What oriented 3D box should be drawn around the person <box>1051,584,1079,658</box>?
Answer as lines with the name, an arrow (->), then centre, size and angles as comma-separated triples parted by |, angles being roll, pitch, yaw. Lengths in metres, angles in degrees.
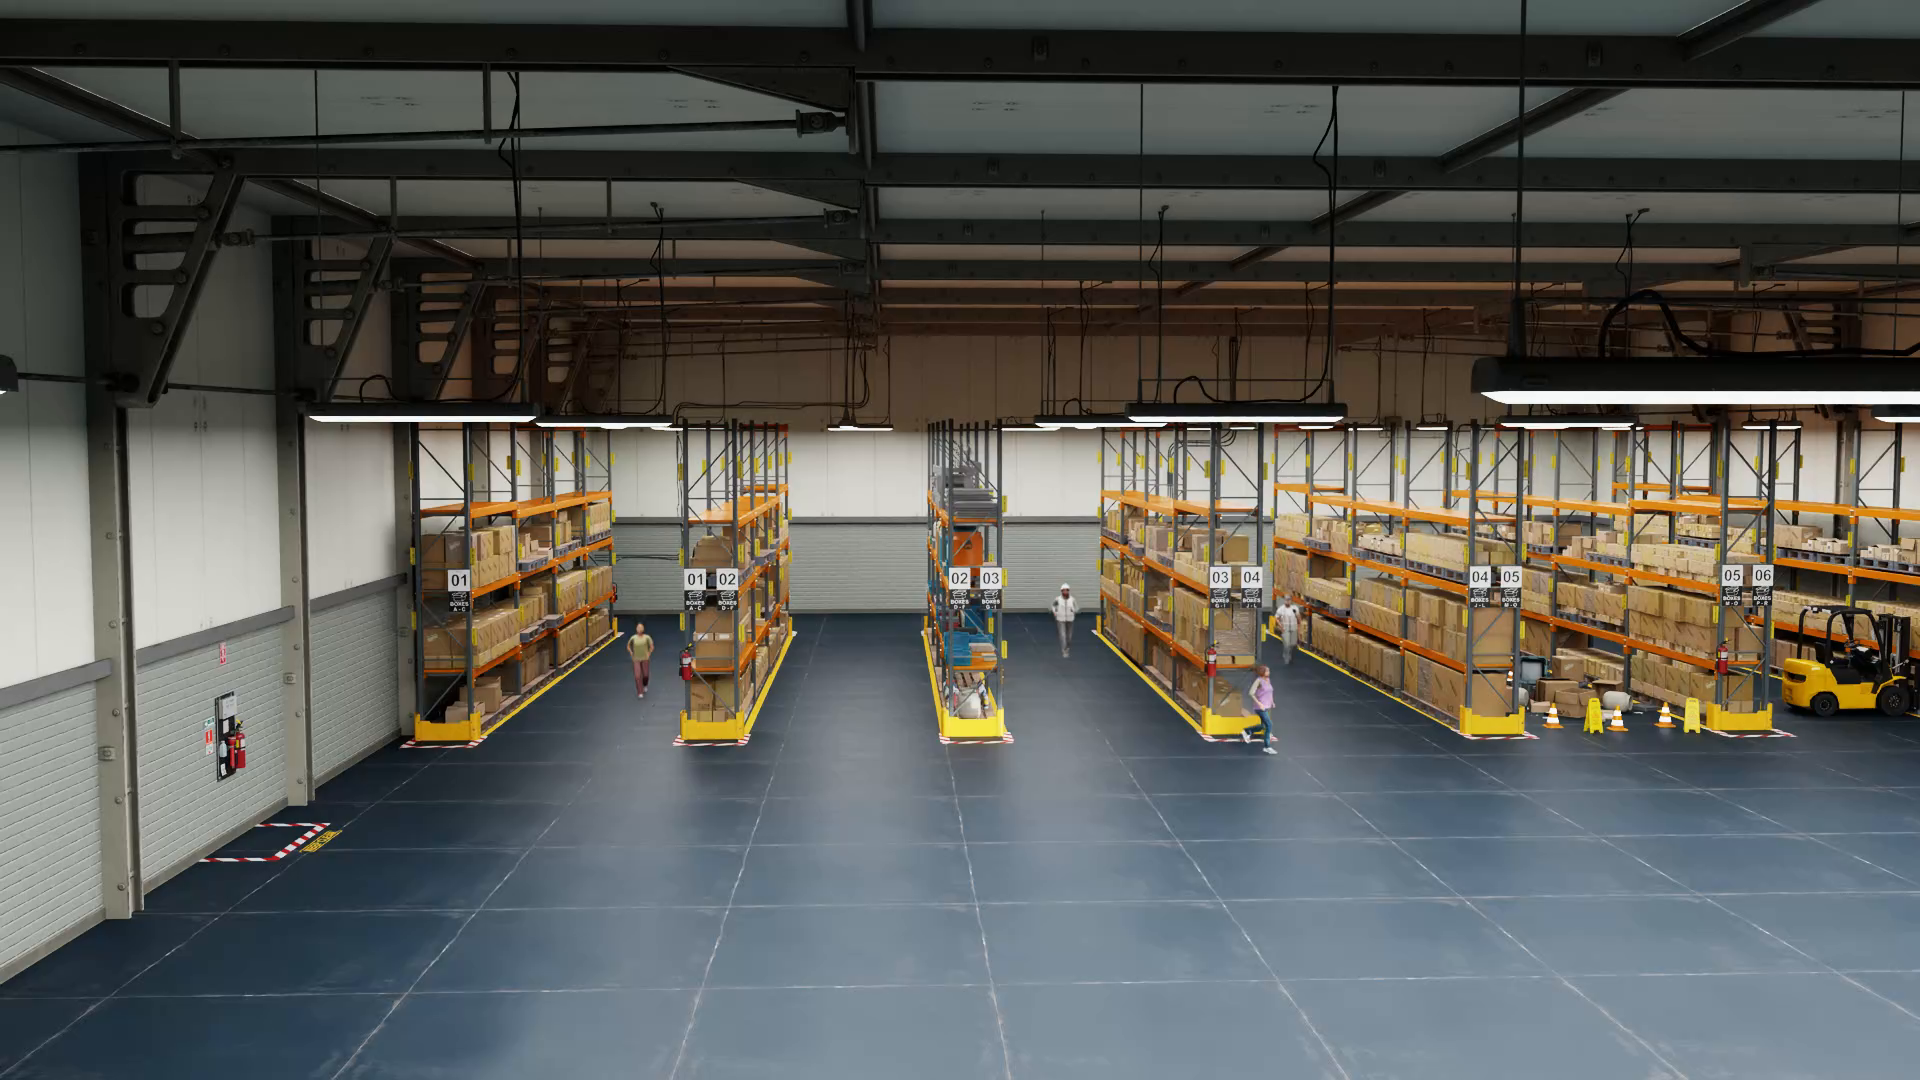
person -> 2.561, 1.973, 40.401 | 0.667, 1.790, 0.852 | 0, 4, -7

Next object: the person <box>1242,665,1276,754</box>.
person -> 5.390, 3.030, 29.961 | 0.725, 1.582, 0.564 | 3, 5, 37

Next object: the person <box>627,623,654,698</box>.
person -> -6.932, 2.601, 36.056 | 0.578, 1.619, 0.569 | -1, 4, -10

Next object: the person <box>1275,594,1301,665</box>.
person -> 8.161, 2.214, 41.321 | 0.666, 1.752, 0.550 | 0, 4, 0
